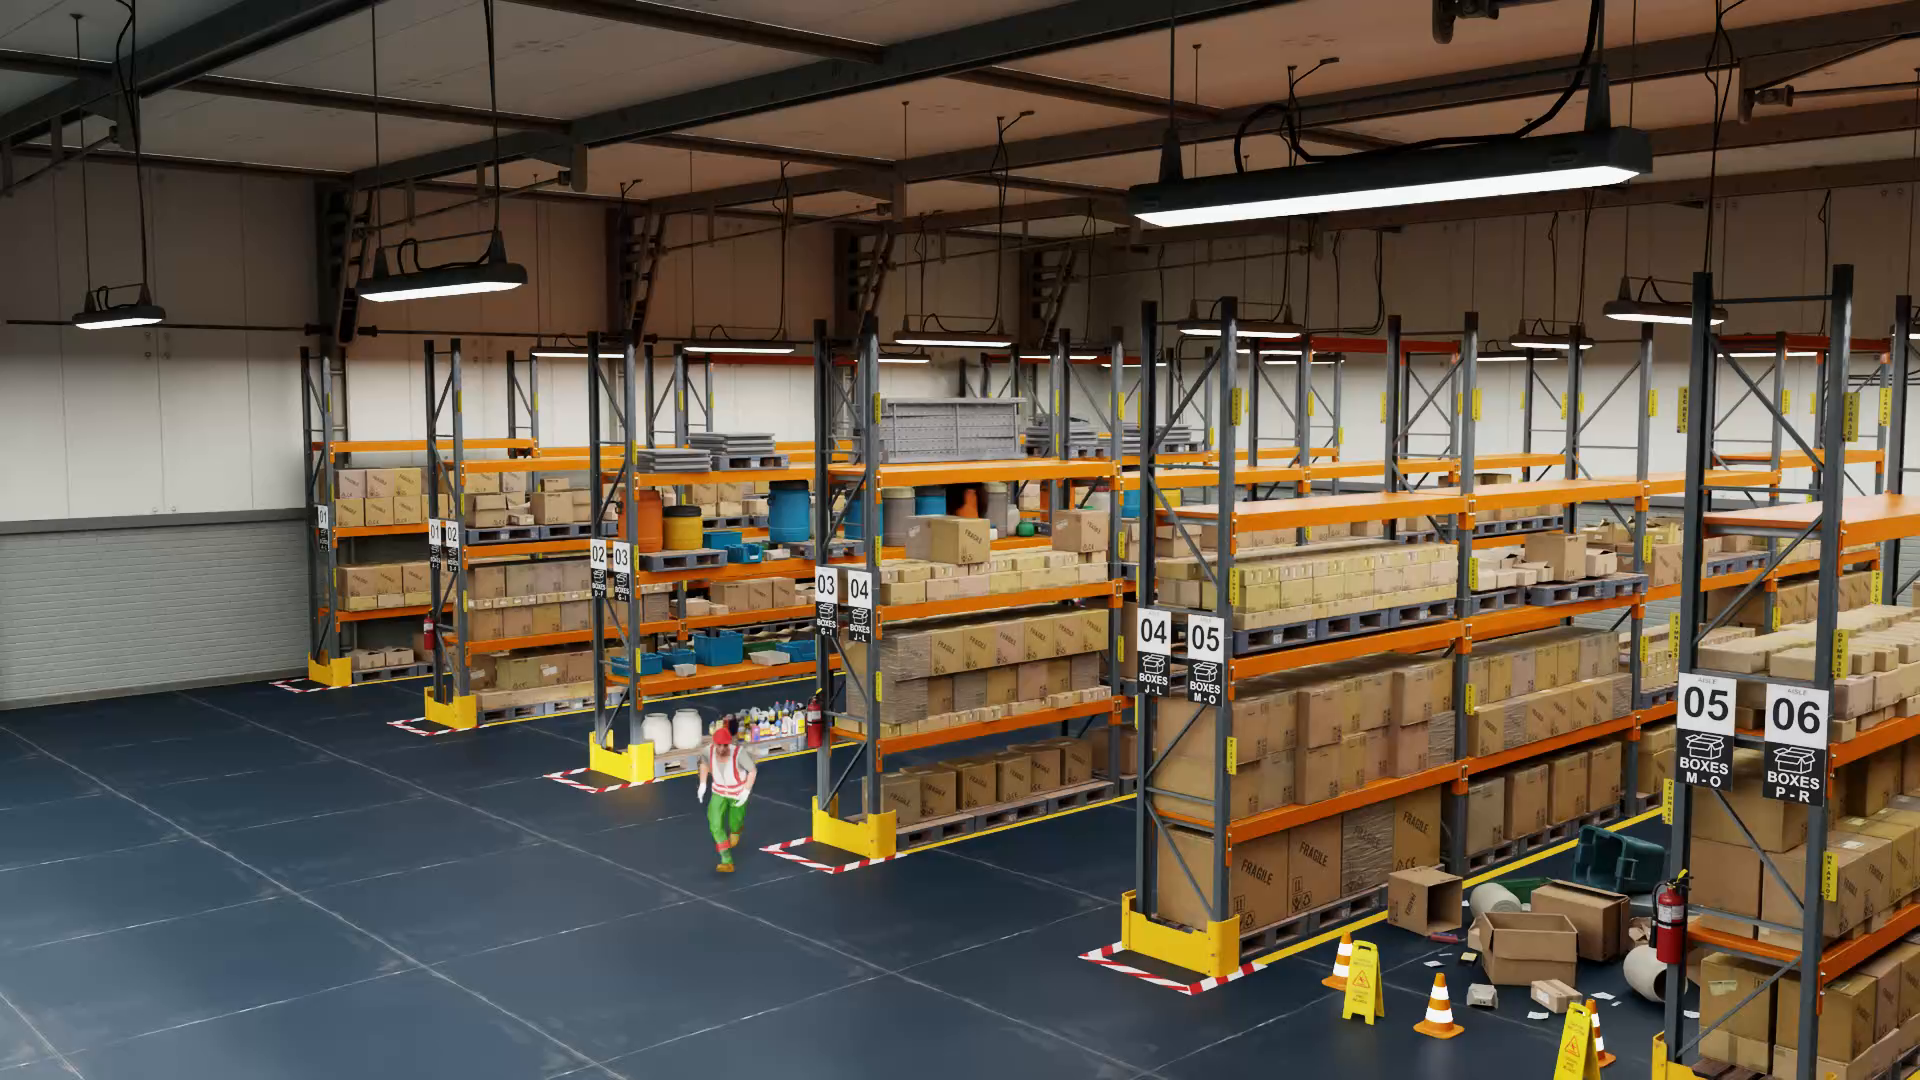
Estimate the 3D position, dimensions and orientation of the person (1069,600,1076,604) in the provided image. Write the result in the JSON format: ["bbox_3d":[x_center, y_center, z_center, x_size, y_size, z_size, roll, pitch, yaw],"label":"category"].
[{"bbox_3d":[2.033,1.628,30.882,0.843,1.678,0.600,-5,7,-44],"label":"person"}]

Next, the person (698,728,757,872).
[{"bbox_3d":[-2.505,2.779,18.203,0.649,1.629,1.154,1,5,6],"label":"person"}]
